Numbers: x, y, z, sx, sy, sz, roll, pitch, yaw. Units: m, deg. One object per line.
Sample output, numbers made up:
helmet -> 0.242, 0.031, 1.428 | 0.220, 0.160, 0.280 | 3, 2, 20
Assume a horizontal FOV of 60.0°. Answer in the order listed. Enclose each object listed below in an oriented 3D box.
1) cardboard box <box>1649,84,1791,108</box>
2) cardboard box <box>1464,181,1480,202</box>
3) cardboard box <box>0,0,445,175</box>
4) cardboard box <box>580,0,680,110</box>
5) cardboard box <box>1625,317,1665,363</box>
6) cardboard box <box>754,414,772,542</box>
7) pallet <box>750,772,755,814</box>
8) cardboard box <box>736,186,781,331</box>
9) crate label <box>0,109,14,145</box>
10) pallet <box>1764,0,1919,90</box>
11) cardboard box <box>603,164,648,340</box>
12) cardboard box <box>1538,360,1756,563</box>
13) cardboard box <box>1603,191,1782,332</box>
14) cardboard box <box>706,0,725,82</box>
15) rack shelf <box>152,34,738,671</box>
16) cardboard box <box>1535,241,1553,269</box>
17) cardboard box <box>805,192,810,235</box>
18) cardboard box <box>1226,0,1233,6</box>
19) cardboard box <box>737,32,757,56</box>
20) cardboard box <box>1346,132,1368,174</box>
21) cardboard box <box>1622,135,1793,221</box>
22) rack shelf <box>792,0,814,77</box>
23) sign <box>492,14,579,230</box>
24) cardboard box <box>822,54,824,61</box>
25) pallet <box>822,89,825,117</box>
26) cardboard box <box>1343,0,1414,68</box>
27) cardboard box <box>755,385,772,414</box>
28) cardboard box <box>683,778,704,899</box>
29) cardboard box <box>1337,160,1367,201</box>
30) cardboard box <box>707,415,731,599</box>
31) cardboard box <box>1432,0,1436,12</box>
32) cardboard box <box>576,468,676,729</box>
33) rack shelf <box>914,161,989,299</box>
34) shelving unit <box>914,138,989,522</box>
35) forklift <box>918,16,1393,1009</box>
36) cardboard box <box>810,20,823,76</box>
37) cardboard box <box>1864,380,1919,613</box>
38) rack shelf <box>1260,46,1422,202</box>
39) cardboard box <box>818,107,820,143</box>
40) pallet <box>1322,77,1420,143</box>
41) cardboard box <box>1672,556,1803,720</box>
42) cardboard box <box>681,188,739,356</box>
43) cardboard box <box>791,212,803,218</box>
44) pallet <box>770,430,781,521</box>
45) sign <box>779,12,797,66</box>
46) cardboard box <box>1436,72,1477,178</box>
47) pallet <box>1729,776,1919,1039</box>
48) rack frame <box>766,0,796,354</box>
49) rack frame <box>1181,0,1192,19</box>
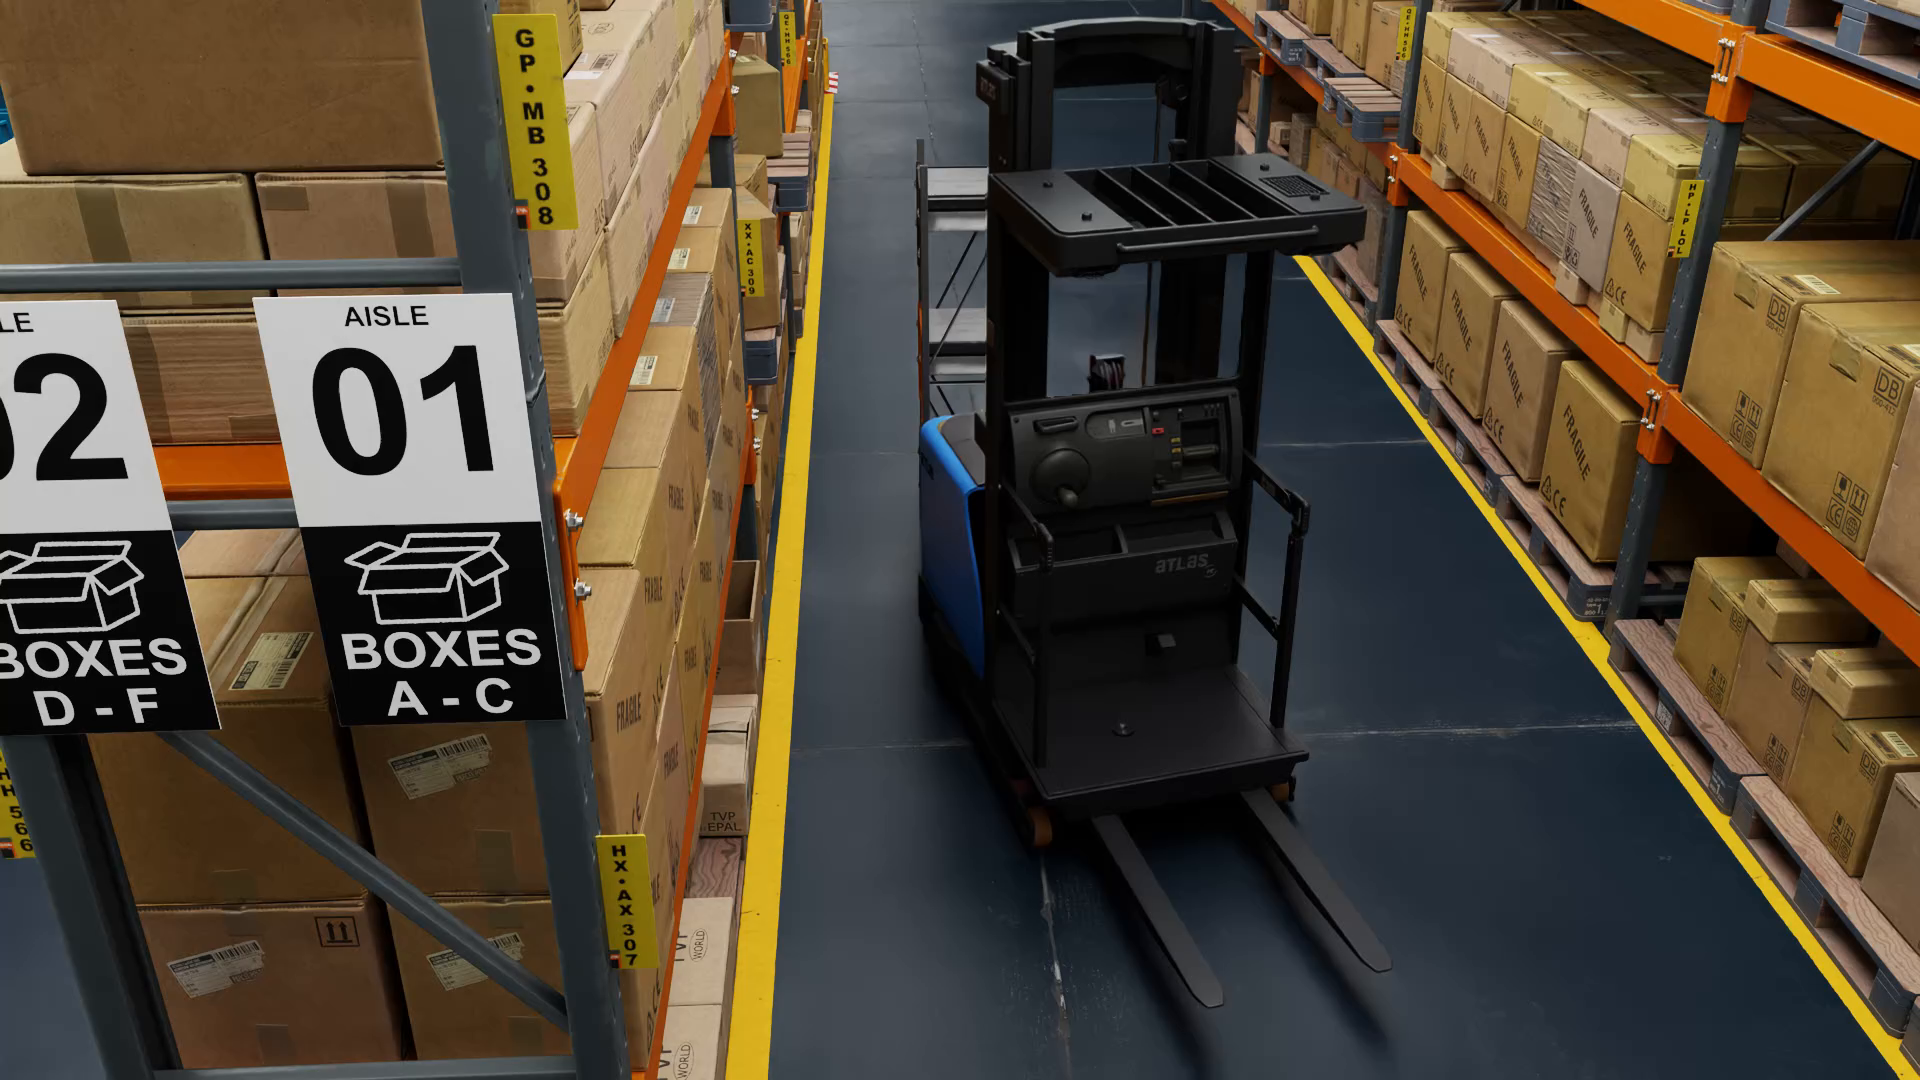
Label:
cardboard box -> 3.721, -2.077, 8.226 | 0.500, 0.250, 0.500 | -2, 28, -4
cardboard box -> 3.197, -2.101, 9.784 | 0.380, 0.149, 0.250 | -2, 28, -3
cardboard box -> -1.231, -0.954, 2.902 | 0.700, 0.500, 0.500 | -1, 28, -3
cardboard box -> -1.028, -1.321, 4.417 | 0.500, 0.250, 0.500 | -1, 28, -3
cardboard box -> 3.250, -0.915, 7.510 | 0.380, 0.149, 0.250 | -1, 28, -2
cardboard box -> -1.218, -0.309, 8.325 | 0.500, 0.500, 0.500 | -1, 28, -2
pallet -> -1.362, 0.807, 6.974 | 1.003, 0.211, 1.213 | -1, 28, -3
cardboard box -> -1.198, -1.201, 7.247 | 0.700, 0.500, 0.500 | -11, 29, -20
crate label -> -6.200, -2.605, 10.683 | 0.303, 0.233, 0.416 | -1, 28, -3
pallet -> 3.582, -1.780, 5.772 | 1.003, 0.211, 1.213 | -1, 28, -3
cardboard box -> -0.974, -0.637, 3.647 | 0.500, 0.250, 0.500 | -1, 28, -3
cardboard box -> 3.386, -0.398, 8.140 | 0.750, 0.750, 0.750 | -1, 28, -2
cardboard box -> 3.274, -1.260, 7.471 | 0.500, 0.500, 0.500 | -2, 28, -3
cardboard box -> -1.106, -1.792, 5.861 | 0.500, 0.250, 0.500 | -1, 28, -3
rack shelf -> -1.292, -0.834, 4.640 | 1.077, 0.370, 4.000 | -1, 28, -3
cardboard box -> 3.227, -1.502, 8.637 | 0.380, 0.149, 0.250 | -2, 28, -4
cardboard box -> -1.426, -2.519, 12.855 | 0.500, 0.250, 0.500 | -1, 28, -2
cardboard box -> 2.745, -5.178, 15.575 | 0.500, 0.250, 0.500 | -2, 28, -3
cardboard box -> -1.710, -3.413, 11.941 | 0.500, 0.500, 0.500 | -3, 28, -5
cardboard box -> 3.252, -2.968, 12.613 | 0.500, 0.250, 0.500 | -2, 28, -3
cardboard box -> 3.270, -1.595, 7.302 | 0.500, 0.250, 0.500 | -1, 28, -1
rack shelf -> -1.919, -5.046, 15.959 | 1.077, 0.370, 4.000 | -1, 28, -3
sign -> -0.646, -0.630, 2.525 | 0.100, 0.325, 0.005 | -1, 28, -3
cardboard box -> -1.700, -5.015, 17.641 | 0.500, 0.250, 0.500 | -1, 28, -3
pallet -> -1.942, -4.700, 17.533 | 1.003, 0.211, 1.213 | -1, 28, -3
cardboard box -> 3.219, -3.746, 12.105 | 0.700, 0.500, 0.500 | -1, 28, -3
cardboard box -> -1.231, -0.857, 8.566 | 0.500, 0.250, 0.500 | -1, 28, -3
cardboard box -> -1.294, 1.033, 5.750 | 0.797, 0.503, 0.637 | -1, 28, -3
cardboard box -> 3.286, -2.603, 12.724 | 0.700, 0.500, 0.500 | -2, 28, -3
cardboard box -> -1.057, -0.091, 5.573 | 0.500, 0.500, 0.500 | -1, 28, -1
cardboard box -> 3.262, -3.549, 11.026 | 0.380, 0.149, 0.250 | -6, 28, -11
cardboard box -> -0.983, 0.161, 4.009 | 0.500, 0.500, 0.500 | -1, 28, -2
rack shelf -> 0.009, -1.463, 7.800 | 0.431, 0.518, 0.480 | -1, 28, -3
shelving unit -> 0.009, -0.855, 8.118 | 0.431, 2.100, 0.503 | -1, 28, -3
forklift -> 0.702, -0.306, 6.166 | 1.130, 2.935, 3.031 | -8, 28, -14
cardboard box -> -1.631, -4.886, 16.583 | 0.500, 0.500, 0.500 | -1, 28, -3
cardboard box -> 3.642, -0.077, 5.330 | 0.980, 0.700, 0.700 | -3, 28, -5
rack shelf -> 3.237, -3.320, 12.649 | 1.077, 0.370, 4.000 | -1, 28, -3
cardboard box -> -1.557, -3.861, 15.428 | 0.500, 0.250, 0.500 | -1, 28, -3
pallet -> 3.197, -2.957, 11.383 | 1.213, 0.211, 1.003 | -1, 28, -3
cardboard box -> 3.487, 0.402, 6.984 | 0.700, 0.500, 0.500 | -1, 28, -2
cardboard box -> -1.112, -1.007, 6.248 | 0.500, 0.500, 0.500 | -1, 28, -2
cardboard box -> -1.376, -2.301, 11.831 | 0.500, 0.311, 0.500 | -2, 28, -4
pallet -> -1.544, -0.450, 9.384 | 1.003, 0.211, 1.213 | -1, 28, -3
sign -> -1.064, -3.090, 10.264 | 0.100, 0.325, 0.005 | -1, 28, -3
cardboard box -> 3.129, -2.428, 9.710 | 0.500, 0.500, 0.500 | 0, 28, -1
pallet -> 3.578, 1.286, 6.055 | 1.003, 0.211, 1.213 | -1, 28, -3
rack frame -> -1.606, -2.594, 10.479 | 1.000, 3.000, 0.127 | -1, 28, -3
rack frame -> 2.923, -6.410, 17.796 | 1.000, 3.000, 0.127 | -1, 28, -3
